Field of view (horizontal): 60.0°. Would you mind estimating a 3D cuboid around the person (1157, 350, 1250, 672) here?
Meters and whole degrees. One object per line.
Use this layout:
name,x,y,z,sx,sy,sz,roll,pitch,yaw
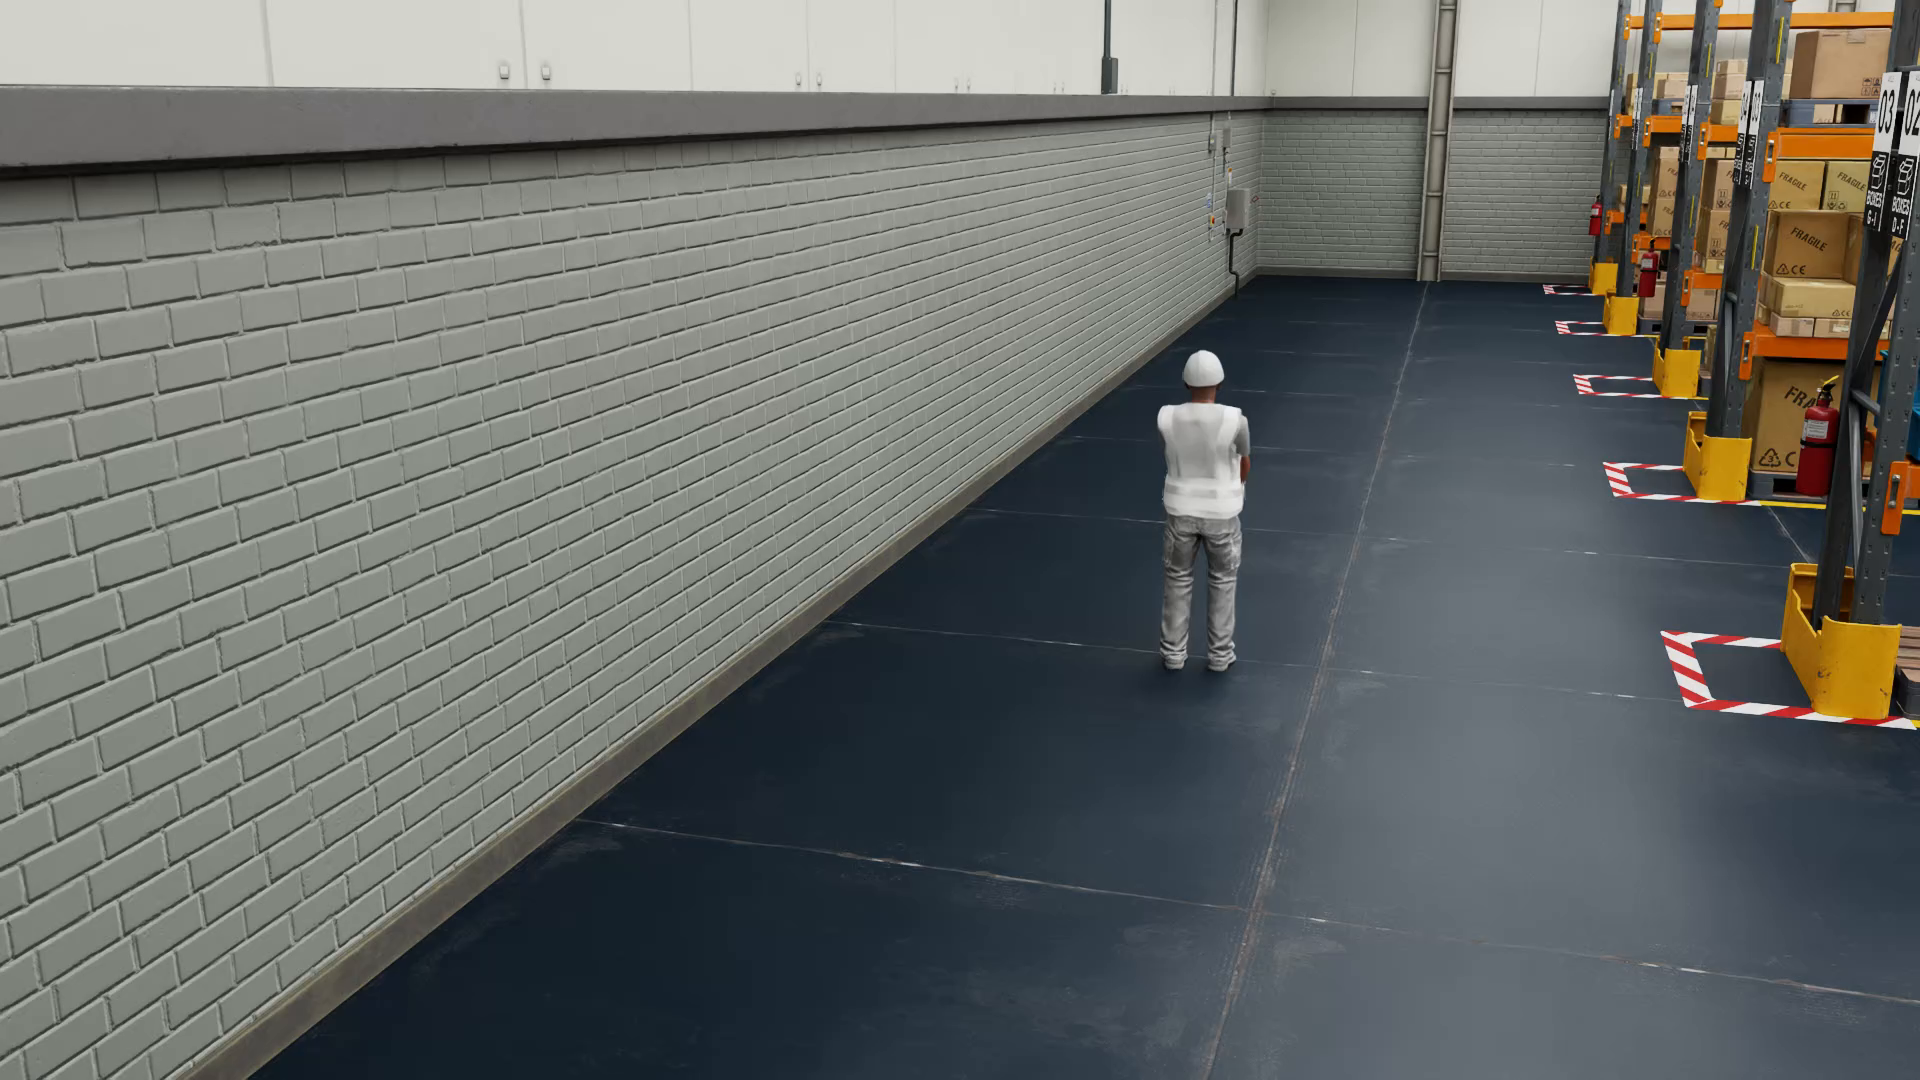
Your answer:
person,1.344,-0.175,9.136,0.495,1.784,0.573,5,16,18
